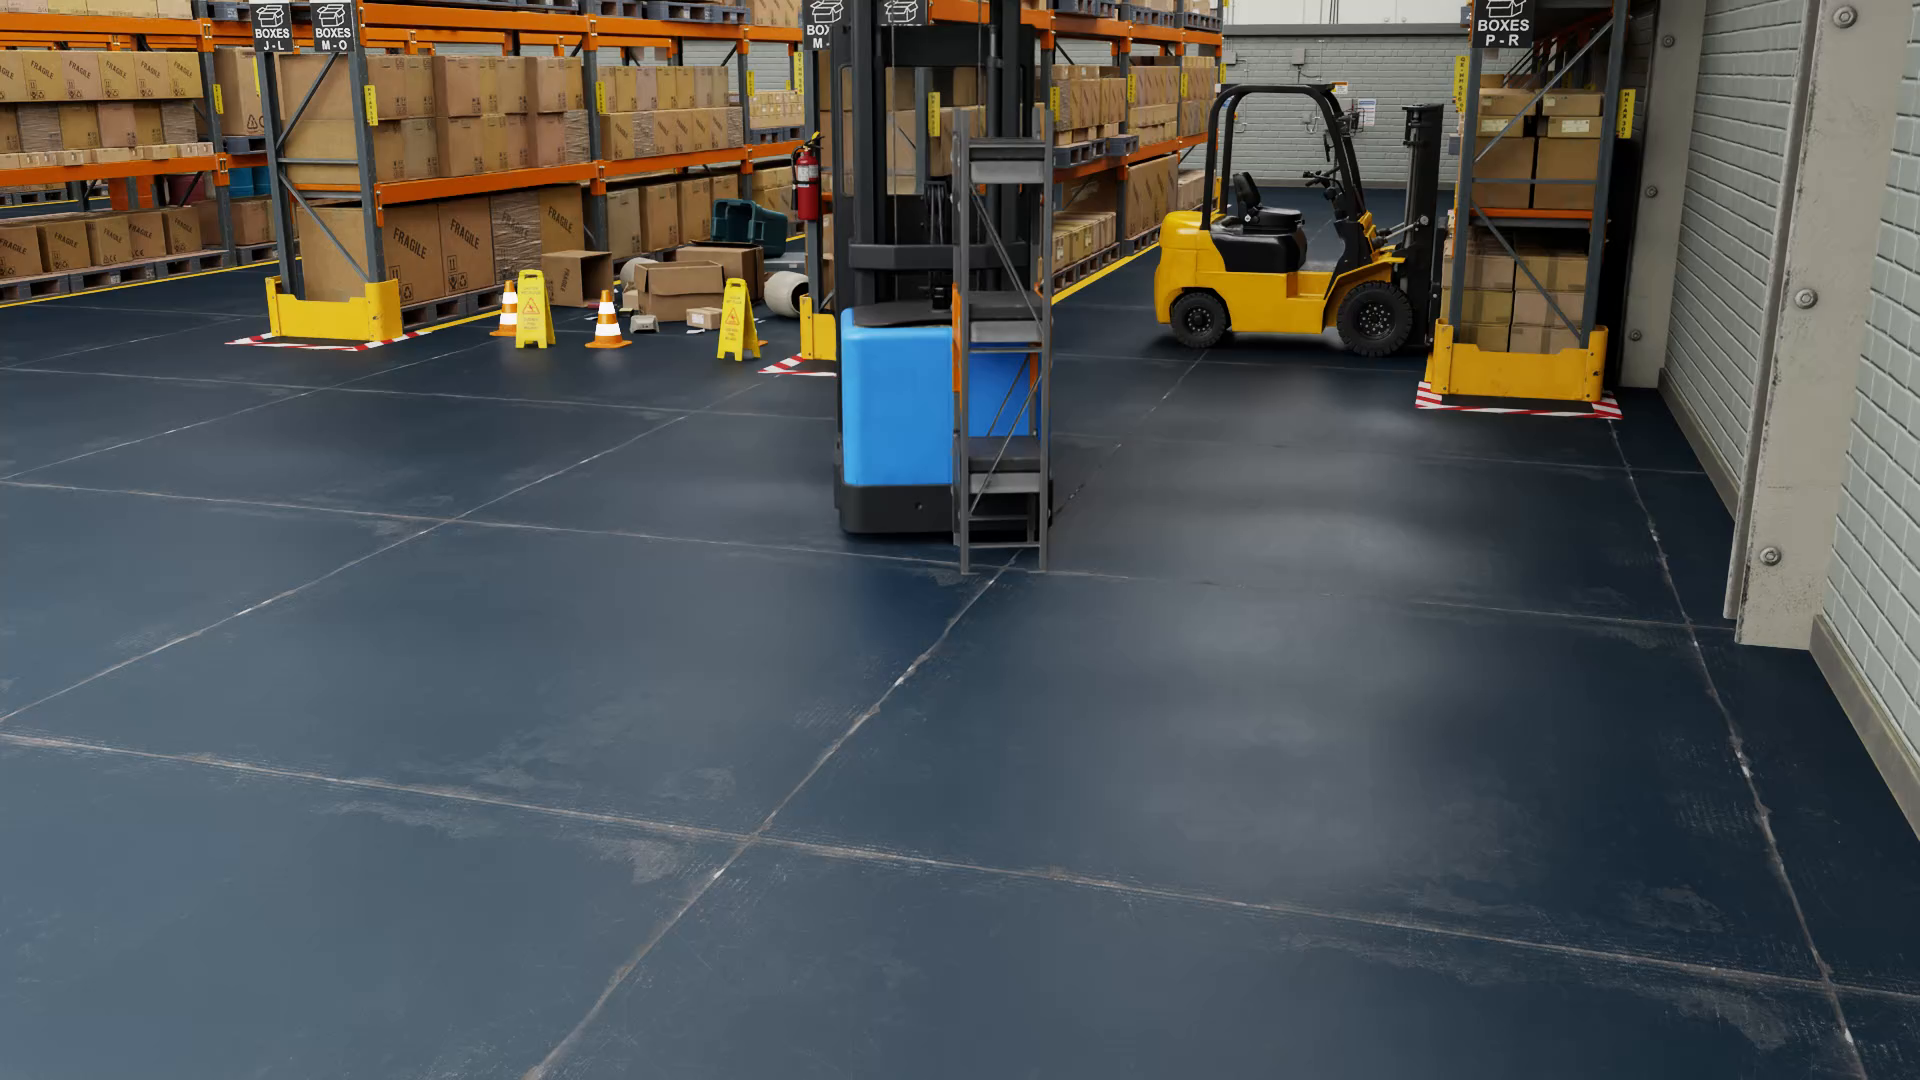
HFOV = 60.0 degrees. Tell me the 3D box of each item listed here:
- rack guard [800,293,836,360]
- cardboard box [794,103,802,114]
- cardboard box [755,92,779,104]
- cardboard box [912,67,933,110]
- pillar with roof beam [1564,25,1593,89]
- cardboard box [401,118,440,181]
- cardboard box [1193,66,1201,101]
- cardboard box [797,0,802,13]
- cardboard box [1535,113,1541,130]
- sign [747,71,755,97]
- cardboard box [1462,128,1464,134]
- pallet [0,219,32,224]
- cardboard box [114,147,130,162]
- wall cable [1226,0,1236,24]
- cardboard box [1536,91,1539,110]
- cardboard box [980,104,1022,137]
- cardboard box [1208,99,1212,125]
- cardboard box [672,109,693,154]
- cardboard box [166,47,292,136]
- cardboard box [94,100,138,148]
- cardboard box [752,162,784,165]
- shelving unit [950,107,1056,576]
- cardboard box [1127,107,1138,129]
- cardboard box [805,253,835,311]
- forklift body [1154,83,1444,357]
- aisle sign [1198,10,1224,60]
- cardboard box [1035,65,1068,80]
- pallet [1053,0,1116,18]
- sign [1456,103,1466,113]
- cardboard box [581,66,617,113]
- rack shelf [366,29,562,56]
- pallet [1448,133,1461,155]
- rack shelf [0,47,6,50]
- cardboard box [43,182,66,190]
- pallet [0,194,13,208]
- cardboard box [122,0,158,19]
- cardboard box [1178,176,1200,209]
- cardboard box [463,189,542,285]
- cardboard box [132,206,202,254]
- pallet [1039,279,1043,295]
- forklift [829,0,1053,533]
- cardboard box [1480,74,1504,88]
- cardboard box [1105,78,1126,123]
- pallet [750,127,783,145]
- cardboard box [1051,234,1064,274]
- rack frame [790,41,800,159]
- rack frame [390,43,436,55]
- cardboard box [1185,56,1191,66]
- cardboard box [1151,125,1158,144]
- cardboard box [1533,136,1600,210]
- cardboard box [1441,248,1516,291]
[{"bbox_3d":[-0.702,-1.716,13.465,1.175,0.500,0.348,5,16,16],"label":"rack guard"},{"bbox_3d":[-2.458,-6.093,23.459,0.380,0.149,0.250,5,17,18],"label":"cardboard box"},{"bbox_3d":[-2.685,-6.026,22.680,0.380,0.149,0.250,4,16,14],"label":"cardboard box"},{"bbox_3d":[-0.637,-3.854,13.859,0.700,0.500,0.500,5,17,16],"label":"cardboard box"},{"bbox_3d":[4.381,-8.987,23.523,9.100,9.000,0.400,5,16,16],"label":"pillar with roof beam"},{"bbox_3d":[-5.301,-3.575,15.161,0.875,0.550,0.550,5,16,16],"label":"cardboard box"},{"bbox_3d":[3.360,-6.938,25.279,0.500,0.500,0.500,5,17,17],"label":"cardboard box"},{"bbox_3d":[-2.653,-7.697,23.513,0.797,0.503,0.637,4,16,15],"label":"cardboard box"},{"bbox_3d":[4.469,-3.079,12.317,0.380,0.149,0.250,4,16,15],"label":"cardboard box"},{"bbox_3d":[-2.692,-5.864,21.386,0.100,0.325,0.005,5,16,16],"label":"sign"},{"bbox_3d":[4.358,-3.114,13.628,0.500,0.500,0.500,5,17,16],"label":"cardboard box"},{"bbox_3d":[-13.307,-4.285,23.051,1.003,0.211,1.213,5,16,16],"label":"pallet"},{"bbox_3d":[-9.271,-4.191,18.069,0.380,0.149,0.250,5,16,16],"label":"cardboard box"},{"bbox_3d":[5.169,-11.481,32.317,0.463,3.000,0.029,5,16,16],"label":"wall cable"},{"bbox_3d":[4.875,-3.562,13.472,0.380,0.149,0.250,5,17,17],"label":"cardboard box"},{"bbox_3d":[0.385,-3.866,15.734,0.500,0.500,0.500,5,17,18],"label":"cardboard box"},{"bbox_3d":[3.783,-6.856,26.822,0.500,0.500,0.500,4,16,15],"label":"cardboard box"},{"bbox_3d":[-3.523,-4.863,19.796,0.500,0.500,0.500,5,17,17],"label":"cardboard box"},{"bbox_3d":[-8.729,-5.402,20.008,1.000,1.000,1.000,5,17,16],"label":"cardboard box"},{"bbox_3d":[-9.497,-4.526,18.060,0.875,0.500,0.500,5,16,16],"label":"cardboard box"},{"bbox_3d":[-2.850,-5.311,23.993,0.500,0.250,0.500,5,17,18],"label":"cardboard box"},{"bbox_3d":[0.187,-0.914,7.703,0.431,2.100,0.503,-1,16,-4],"label":"shelving unit"},{"bbox_3d":[1.930,-5.274,20.785,0.500,0.250,0.500,5,16,15],"label":"cardboard box"},{"bbox_3d":[-1.196,-2.570,16.468,0.500,0.500,0.500,-10,19,-32],"label":"cardboard box"},{"bbox_3d":[2.826,-2.744,14.064,2.313,2.155,1.214,5,16,16],"label":"forklift body"},{"bbox_3d":[4.141,-8.331,27.439,0.394,0.787,0.004,5,16,16],"label":"aisle sign"},{"bbox_3d":[0.885,-4.747,16.880,0.380,0.149,0.250,5,16,16],"label":"cardboard box"},{"bbox_3d":[0.982,-5.723,17.857,1.213,0.211,1.003,5,16,16],"label":"pallet"},{"bbox_3d":[4.650,-4.120,15.382,0.100,0.325,0.005,5,16,16],"label":"sign"},{"bbox_3d":[-4.226,-4.963,18.313,0.700,0.500,0.500,4,16,15],"label":"cardboard box"},{"bbox_3d":[-7.384,-7.381,24.676,1.077,0.370,4.000,5,16,16],"label":"rack shelf"},{"bbox_3d":[6.435,-4.699,19.750,1.213,0.211,1.003,5,16,16],"label":"pallet"},{"bbox_3d":[-20.494,-9.580,32.428,1.077,0.370,4.000,5,16,16],"label":"rack shelf"},{"bbox_3d":[-16.177,-6.434,29.291,0.500,0.500,0.500,5,16,16],"label":"cardboard box"},{"bbox_3d":[-16.852,-5.699,28.035,1.003,0.211,1.213,5,16,16],"label":"pallet"},{"bbox_3d":[-9.126,-5.810,18.093,0.500,0.250,0.500,5,17,17],"label":"cardboard box"},{"bbox_3d":[3.221,-5.398,25.790,0.875,0.438,0.875,4,16,14],"label":"cardboard box"},{"bbox_3d":[-4.860,-3.088,16.843,0.875,0.875,0.875,5,17,16],"label":"cardboard box"},{"bbox_3d":[-9.241,-3.612,19.378,0.500,0.500,0.500,4,16,14],"label":"cardboard box"},{"bbox_3d":[0.256,-2.426,16.495,1.003,0.211,1.213,5,16,16],"label":"pallet"},{"bbox_3d":[-0.166,-1.793,9.281,1.130,2.935,3.031,-1,16,-4],"label":"forklift"},{"bbox_3d":[7.770,-6.643,24.607,0.500,0.500,0.500,5,17,17],"label":"cardboard box"},{"bbox_3d":[1.687,-5.245,19.826,0.500,0.500,0.500,4,16,14],"label":"cardboard box"},{"bbox_3d":[-3.125,-5.452,22.406,1.213,0.211,1.003,5,16,16],"label":"pallet"},{"bbox_3d":[0.559,-3.021,17.529,0.950,0.372,0.625,5,17,17],"label":"cardboard box"},{"bbox_3d":[-2.088,-6.396,25.382,1.000,3.000,0.127,5,16,16],"label":"rack frame"},{"bbox_3d":[-10.427,-8.238,31.875,1.000,3.000,0.127,5,16,16],"label":"rack frame"},{"bbox_3d":[3.244,-7.141,24.805,0.380,0.149,0.250,5,16,15],"label":"cardboard box"},{"bbox_3d":[2.350,-5.430,22.253,0.500,0.250,0.500,5,16,16],"label":"cardboard box"},{"bbox_3d":[4.443,-2.671,12.067,0.500,0.500,0.500,5,17,18],"label":"cardboard box"},{"bbox_3d":[3.868,-2.020,12.392,0.500,0.250,0.500,5,17,18],"label":"cardboard box"}]
